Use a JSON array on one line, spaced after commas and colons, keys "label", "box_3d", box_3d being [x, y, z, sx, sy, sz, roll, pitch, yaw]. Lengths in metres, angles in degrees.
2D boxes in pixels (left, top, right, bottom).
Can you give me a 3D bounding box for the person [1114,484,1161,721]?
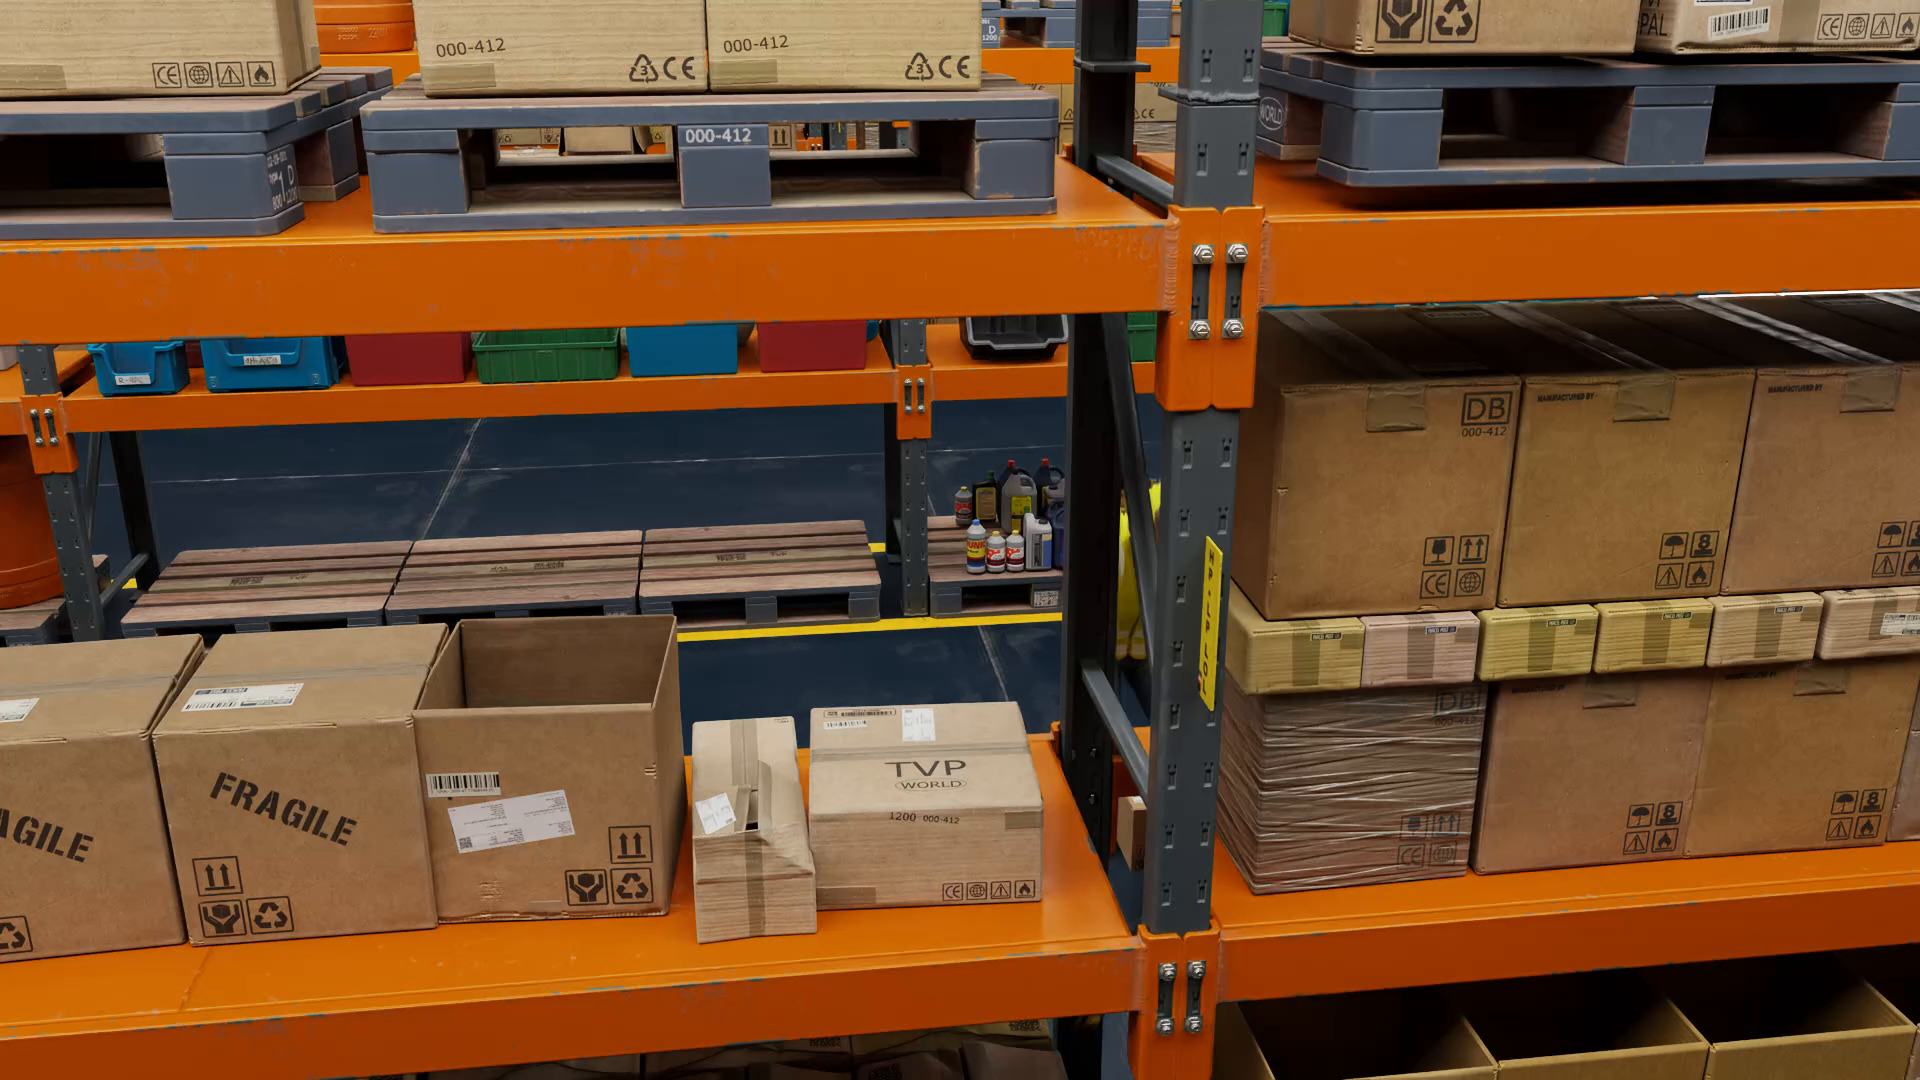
[{"label": "person", "box_3d": [0.673, 0.452, 6.155, 0.627, 1.517, 0.687, -3, 20, -7]}]
